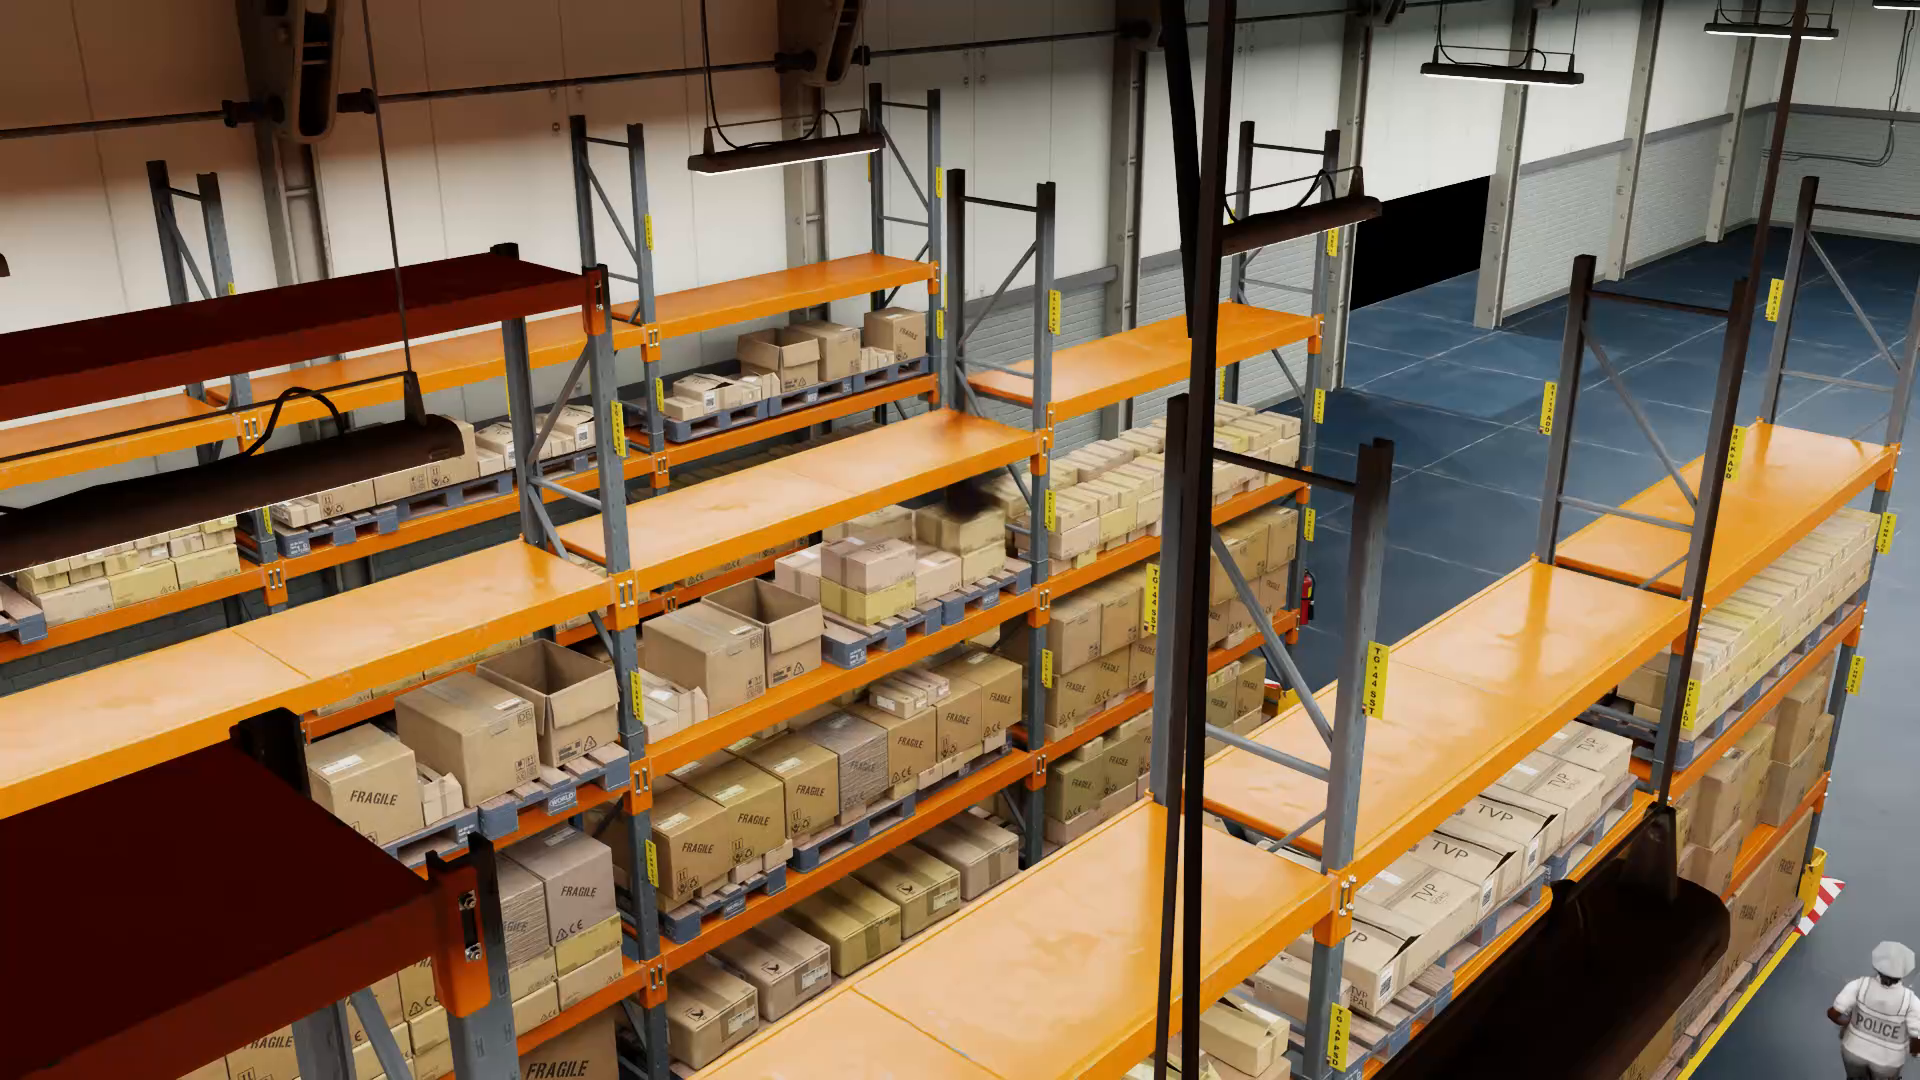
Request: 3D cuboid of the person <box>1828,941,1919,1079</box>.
[{"bbox_3d":[6.034,3.395,11.010,0.581,1.663,0.532,16,26,35],"label":"person"}]
